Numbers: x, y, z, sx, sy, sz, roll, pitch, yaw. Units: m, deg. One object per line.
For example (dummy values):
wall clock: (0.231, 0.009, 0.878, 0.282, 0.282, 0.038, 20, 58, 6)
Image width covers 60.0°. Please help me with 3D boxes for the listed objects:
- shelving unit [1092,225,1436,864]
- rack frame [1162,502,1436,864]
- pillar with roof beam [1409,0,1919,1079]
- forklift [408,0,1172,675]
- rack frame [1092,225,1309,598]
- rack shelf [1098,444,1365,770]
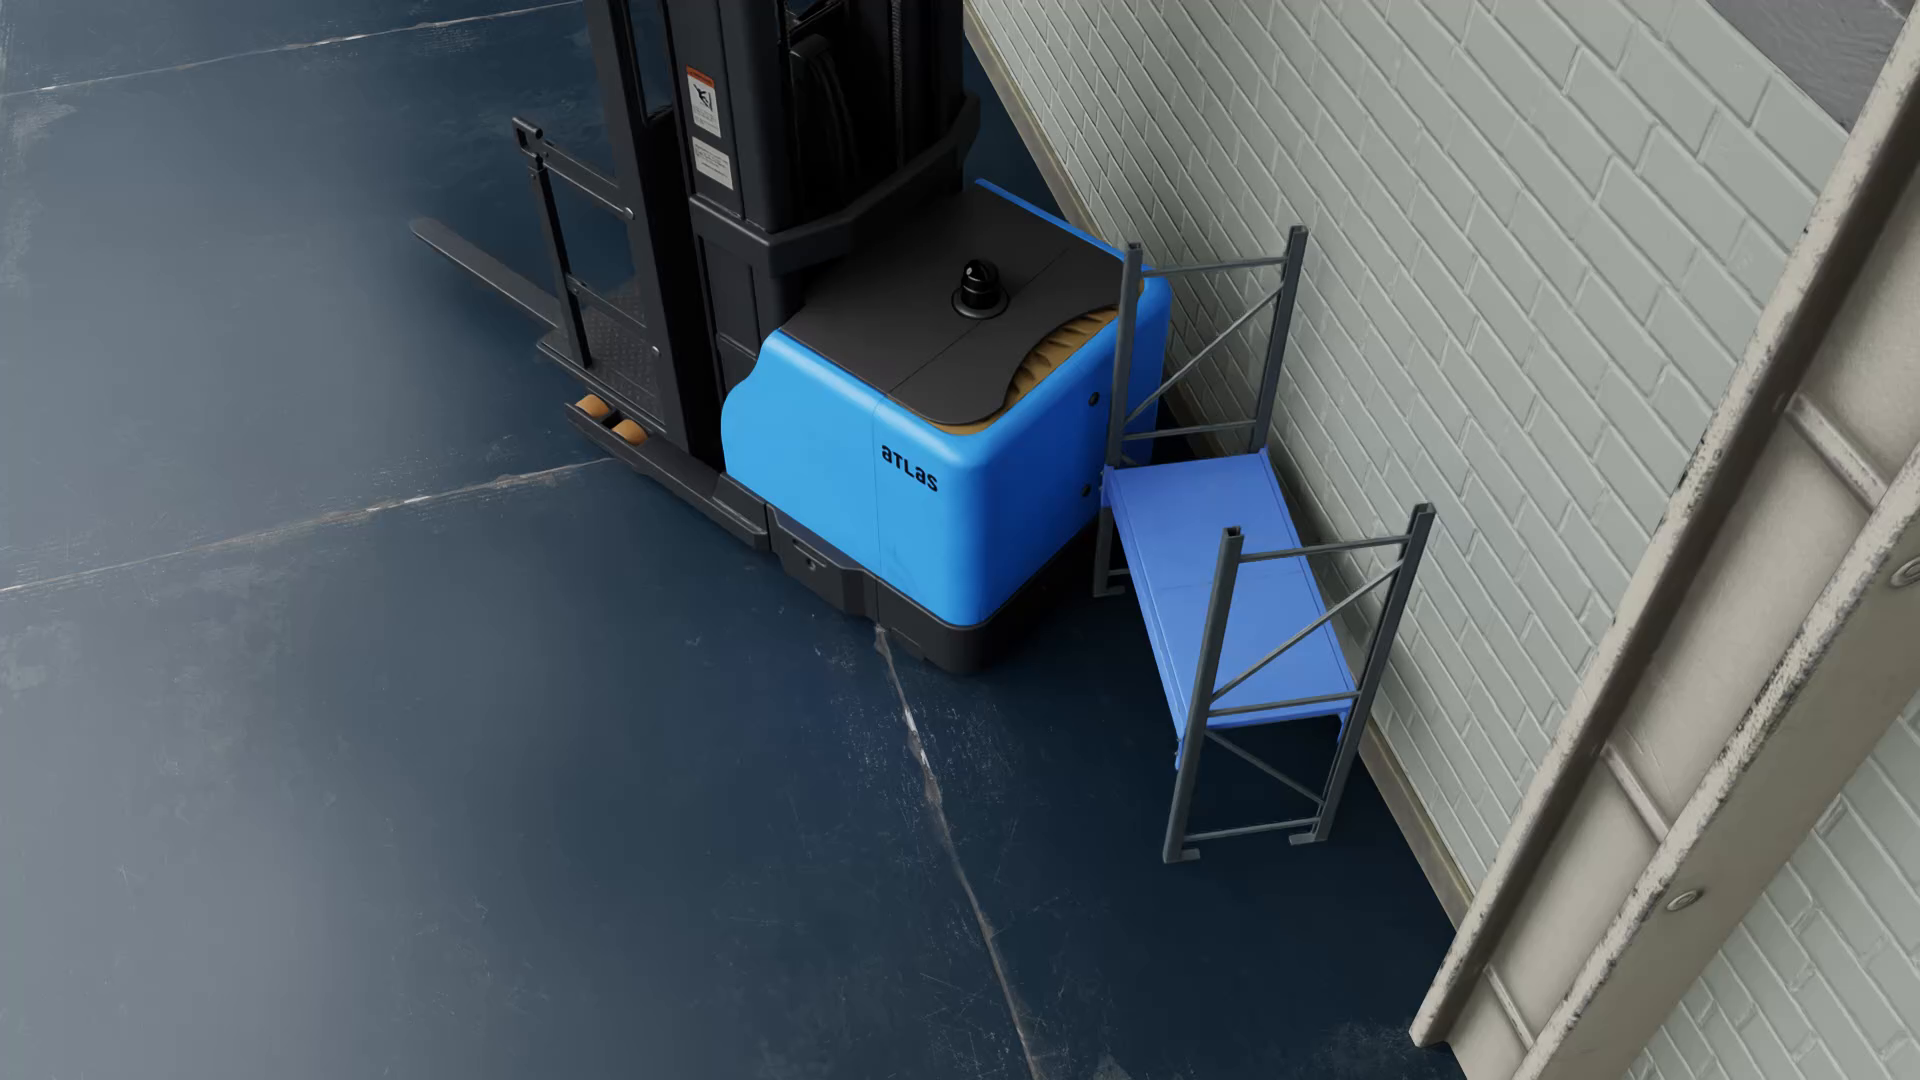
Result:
shelving unit: (0.772, 0.053, 4.724, 0.538, 1.500, 1.048, -7, 50, -6)
rack frame: (0.852, 0.437, 4.401, 0.500, 1.500, 0.032, -7, 50, -6)
pillar with roof beam: (-2.666, -0.462, 0.254, 9.100, 9.000, 0.400, -13, 51, -11)
forklift: (-0.791, -1.488, 5.087, 3.031, 2.935, 1.130, 33, 57, 25)
rack frame: (0.693, -0.331, 5.048, 0.500, 1.500, 0.032, -7, 50, -6)
rack shelf: (0.772, 0.169, 4.862, 0.538, 0.185, 1.000, -7, 50, -6)
